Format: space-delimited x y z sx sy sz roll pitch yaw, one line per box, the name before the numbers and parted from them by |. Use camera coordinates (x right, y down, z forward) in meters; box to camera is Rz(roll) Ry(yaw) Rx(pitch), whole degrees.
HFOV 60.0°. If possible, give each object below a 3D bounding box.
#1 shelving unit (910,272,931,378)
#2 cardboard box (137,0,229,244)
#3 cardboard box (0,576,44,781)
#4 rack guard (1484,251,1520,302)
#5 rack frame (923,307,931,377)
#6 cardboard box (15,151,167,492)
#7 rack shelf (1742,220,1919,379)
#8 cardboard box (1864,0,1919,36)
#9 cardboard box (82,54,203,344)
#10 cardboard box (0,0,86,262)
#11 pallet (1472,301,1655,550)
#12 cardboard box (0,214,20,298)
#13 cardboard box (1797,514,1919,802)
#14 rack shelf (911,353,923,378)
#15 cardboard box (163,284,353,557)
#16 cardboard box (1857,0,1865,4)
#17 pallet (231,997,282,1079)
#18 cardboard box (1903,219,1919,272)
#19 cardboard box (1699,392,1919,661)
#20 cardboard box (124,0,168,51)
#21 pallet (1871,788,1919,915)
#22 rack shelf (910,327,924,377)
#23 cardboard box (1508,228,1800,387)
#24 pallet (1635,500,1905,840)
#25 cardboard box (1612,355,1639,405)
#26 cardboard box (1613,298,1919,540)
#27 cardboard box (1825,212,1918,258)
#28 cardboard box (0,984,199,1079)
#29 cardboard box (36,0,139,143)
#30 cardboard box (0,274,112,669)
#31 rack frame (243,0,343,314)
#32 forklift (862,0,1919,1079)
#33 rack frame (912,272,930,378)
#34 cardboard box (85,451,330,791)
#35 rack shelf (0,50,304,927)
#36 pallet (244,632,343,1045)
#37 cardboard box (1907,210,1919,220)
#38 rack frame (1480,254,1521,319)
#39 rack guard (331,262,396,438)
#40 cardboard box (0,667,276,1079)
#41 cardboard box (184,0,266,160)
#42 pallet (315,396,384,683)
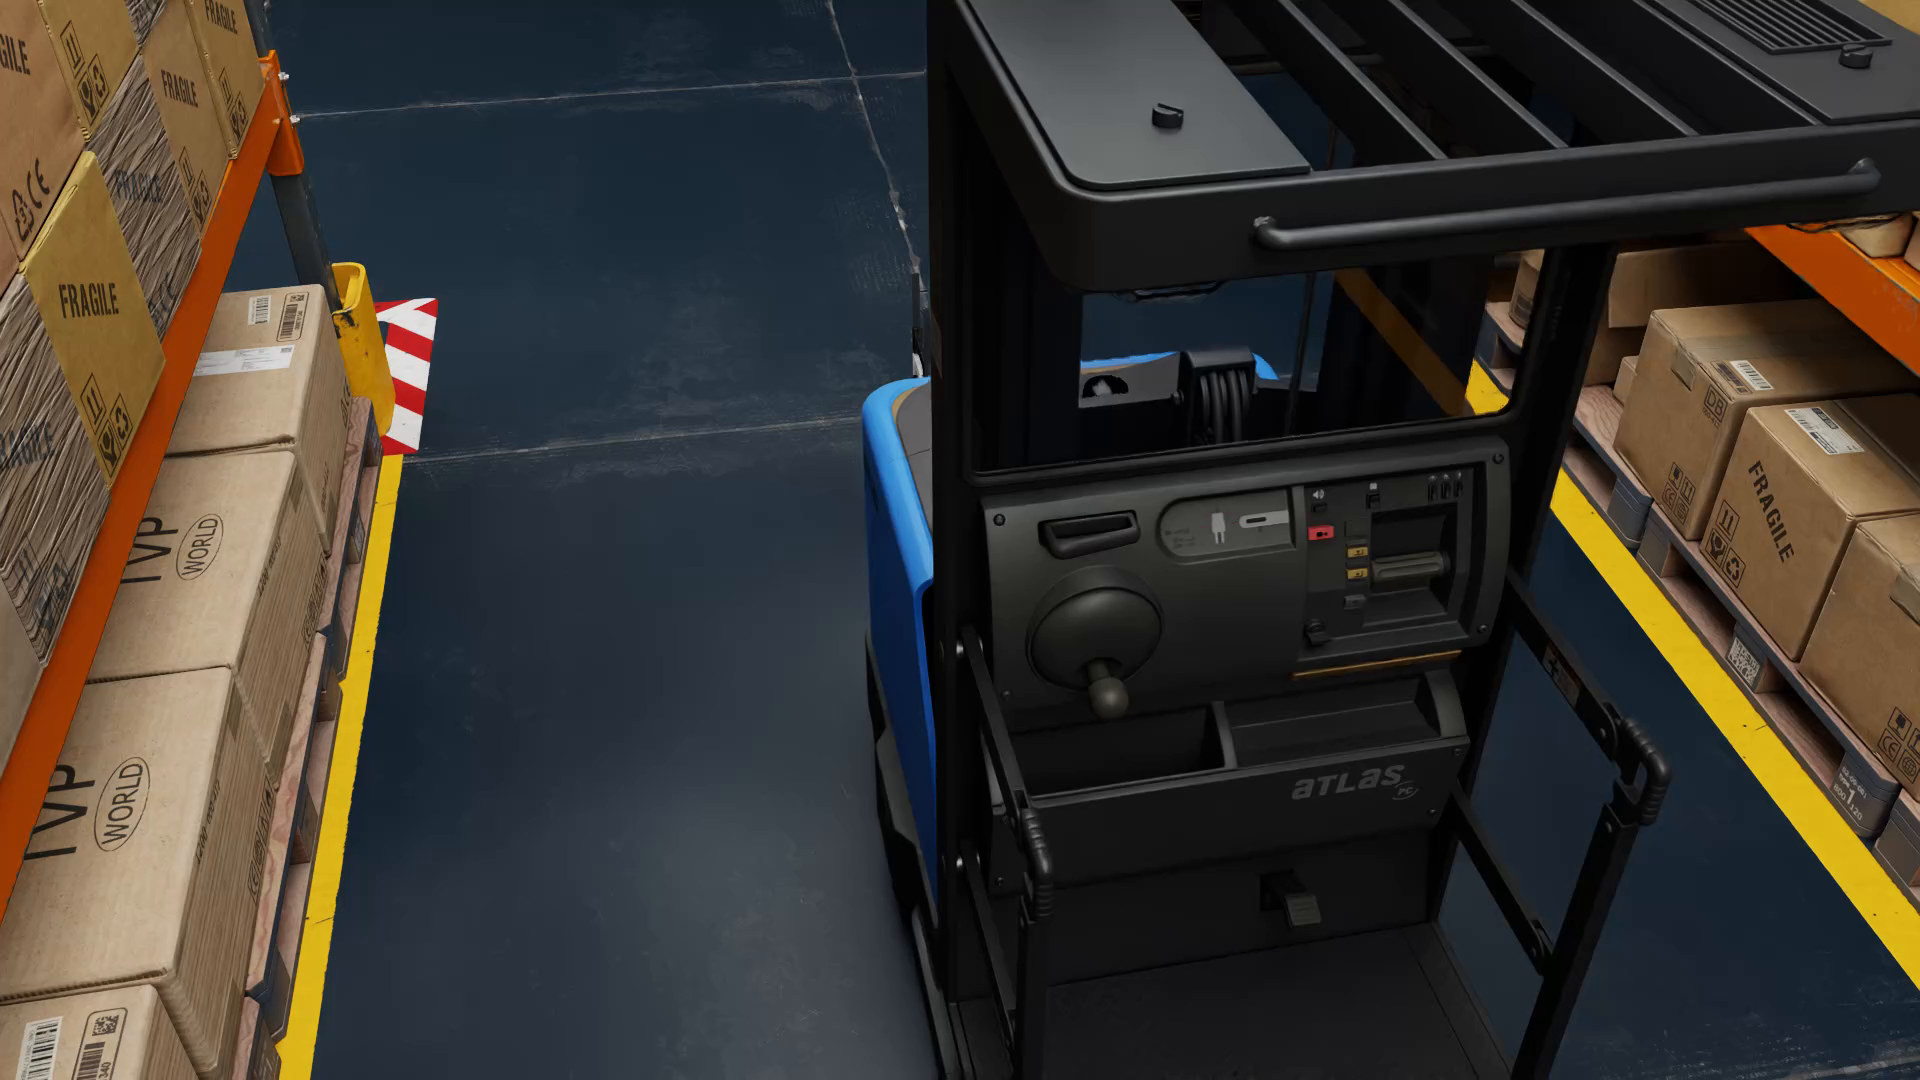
shelving unit | -0.001 -0.360 4.980 0.258 0.900 0.210 -6 38 -8
cardboard box | -2.141 -1.029 4.048 0.500 0.500 0.500 -7 38 -9
cardboard box | -1.767 0.203 2.462 0.500 0.500 0.500 -6 38 -8
rack guard | 2.340 -1.061 6.208 1.175 0.500 0.348 -6 38 -8
rack frame | 0.016 -0.299 4.901 0.240 0.900 0.006 -6 38 -8
cardboard box | -1.938 -0.409 3.250 0.500 0.500 0.500 -5 38 -7
rack shelf | 2.677 -0.601 4.166 1.077 0.370 4.000 -6 38 -8
cardboard box | 2.404 -1.239 3.668 0.500 0.500 0.500 -5 38 -7
cardboard box | -2.041 -0.720 3.650 0.500 0.500 0.500 -5 38 -7
cardboard box | -1.950 -0.811 2.952 0.500 0.500 0.500 -6 38 -8
pallet | 2.481 -0.465 5.677 1.003 0.211 1.213 -6 38 -8
cardboard box | -1.864 -0.506 2.560 0.500 0.500 0.500 -6 38 -7
cardboard box | 2.634 0.255 4.172 0.700 0.500 0.500 -8 38 -10
rack shelf | -0.001 -0.476 4.890 0.258 0.077 0.200 -6 38 -8
cardboard box | -2.345 -0.324 4.968 0.875 0.438 0.875 -7 38 -9
cardboard box | 2.322 -1.238 4.279 0.500 0.250 0.500 -7 38 -9
pallet | -1.915 1.492 3.157 1.003 0.211 1.213 -6 38 -8
cardboard box | 2.470 -0.678 3.882 0.380 0.149 0.250 -6 38 -8
cardboard box | 2.446 -0.042 4.554 0.500 0.500 0.500 -6 38 -7
cardboard box | -2.120 -1.414 3.728 0.500 0.500 0.500 -6 38 -8
pallet | 2.908 1.009 3.780 1.003 0.211 1.213 -6 38 -8
rack shelf | -0.001 -0.547 4.835 0.258 0.077 0.200 -6 38 -8
cardboard box | 2.341 -0.894 5.648 0.797 0.503 0.637 -8 38 -10
pallet | 2.691 0.270 4.730 1.003 0.211 1.213 -6 38 -8
cardboard box | 2.377 -0.493 5.421 0.380 0.149 0.250 -8 38 -10
cardboard box | 2.452 -0.372 4.979 0.700 0.500 0.500 -5 38 -6
cardboard box | 2.357 -0.826 4.073 0.380 0.149 0.250 -5 38 -7
cardboard box | -1.863 1.314 2.860 0.875 0.438 0.875 -7 38 -9
cardboard box | -2.037 -1.115 3.343 0.500 0.500 0.500 -6 38 -8
cardboard box | -1.848 -0.098 2.850 0.500 0.500 0.500 -6 38 -8
rack frame | -2.560 -1.557 4.810 1.000 3.000 0.127 -6 38 -8
forklift | 0.545 0.138 2.683 1.130 2.935 3.031 -7 38 -9
rack frame | -0.019 -0.422 5.059 0.240 0.900 0.006 -6 38 -8
cardboard box | -2.177 0.228 4.257 0.875 0.438 0.875 -5 38 -7
rack shelf | -2.209 -0.065 3.476 1.077 0.370 4.000 -6 38 -8
pallet | -2.132 0.754 4.108 1.003 0.211 1.213 -6 38 -8
cardboard box | 2.432 -0.932 3.884 0.500 0.250 0.500 -7 38 -9
rack frame | 2.327 -2.094 5.500 1.000 3.000 0.127 -6 38 -8
rack guard | -2.564 -0.585 5.595 1.175 0.500 0.348 -6 38 -8
cardboard box | -2.020 0.773 3.556 0.875 0.438 0.875 -7 38 -9
cardboard box | -2.214 -1.334 4.441 0.500 0.500 0.500 -6 38 -8
pallet | -2.342 0.018 5.054 1.003 0.211 1.213 -6 38 -8
